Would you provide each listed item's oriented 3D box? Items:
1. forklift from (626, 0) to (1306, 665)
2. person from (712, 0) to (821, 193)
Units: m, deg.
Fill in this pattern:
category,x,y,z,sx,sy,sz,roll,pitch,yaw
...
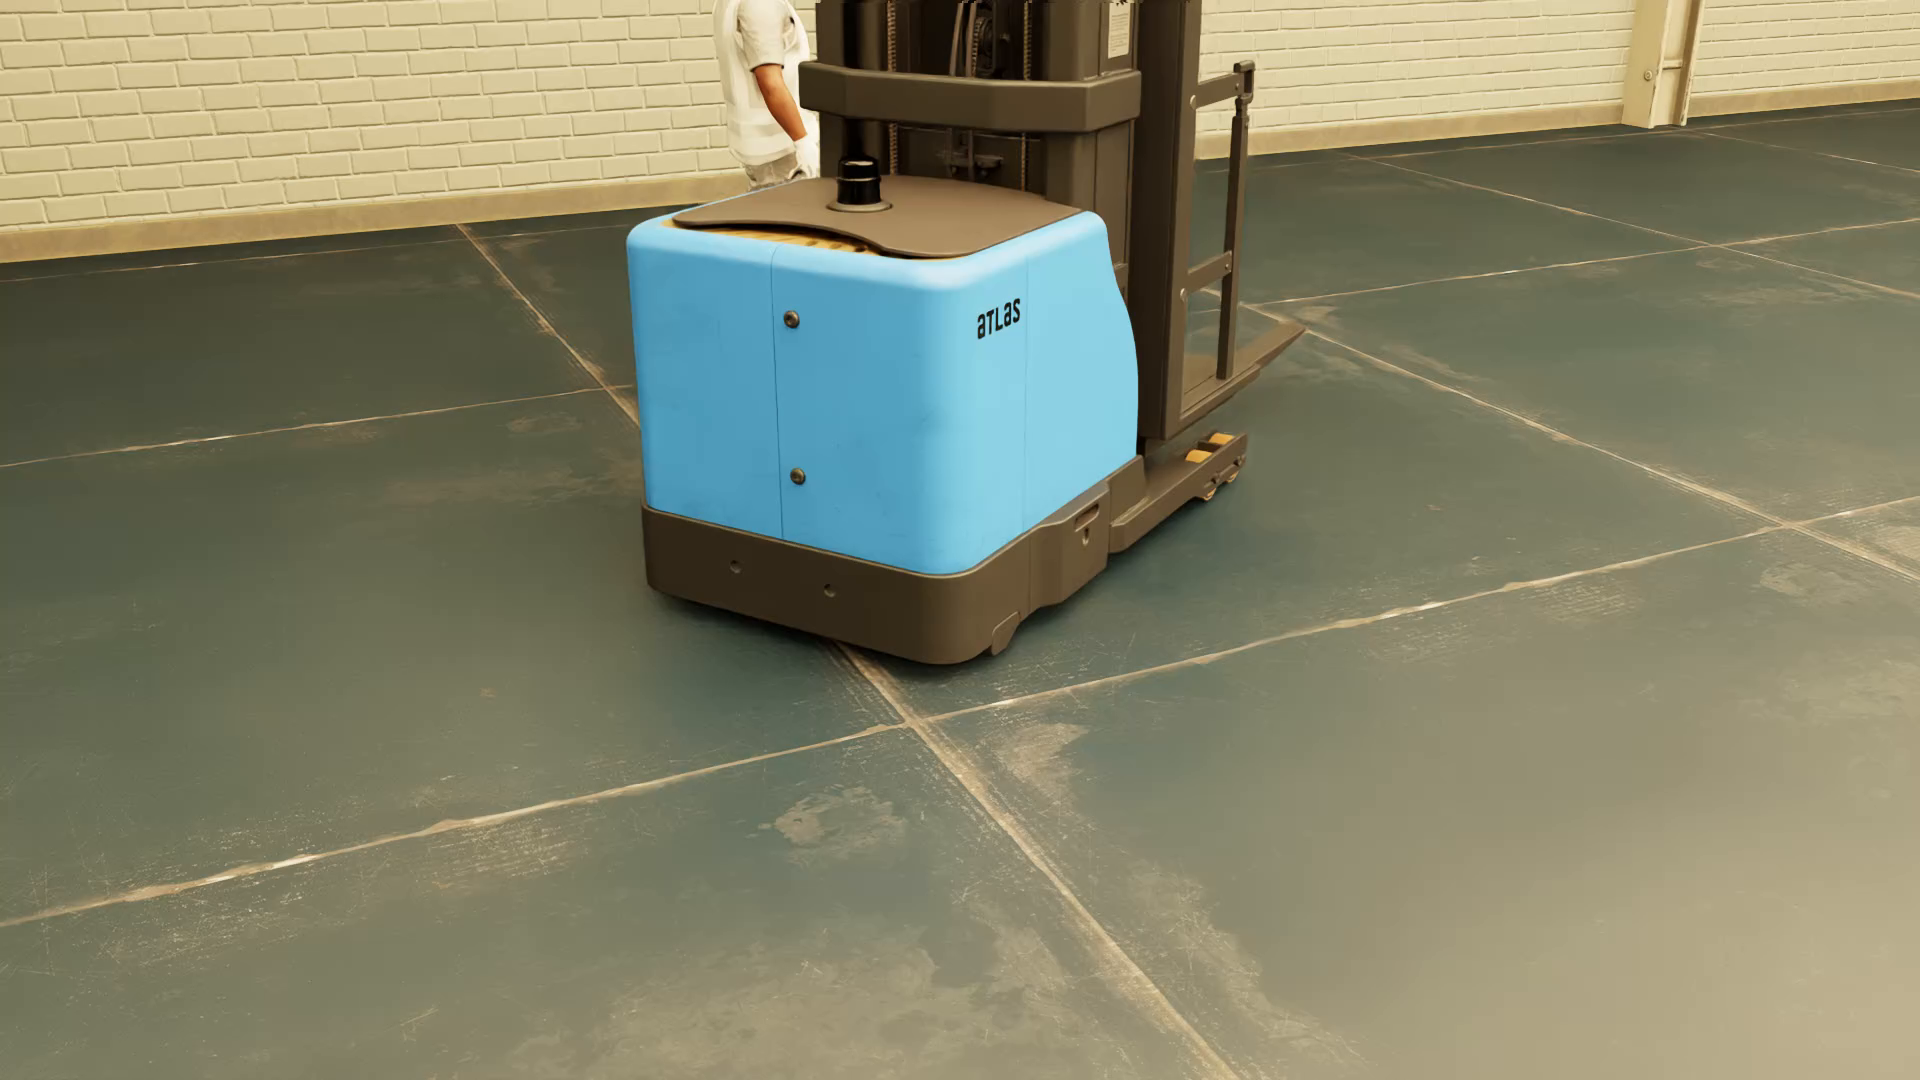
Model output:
category,x,y,z,sx,sy,sz,roll,pitch,yaw
forklift,0.307,-1.561,5.045,1.130,2.935,3.031,13,26,28
person,-0.625,-1.502,6.384,0.569,1.785,0.658,-8,24,-19
